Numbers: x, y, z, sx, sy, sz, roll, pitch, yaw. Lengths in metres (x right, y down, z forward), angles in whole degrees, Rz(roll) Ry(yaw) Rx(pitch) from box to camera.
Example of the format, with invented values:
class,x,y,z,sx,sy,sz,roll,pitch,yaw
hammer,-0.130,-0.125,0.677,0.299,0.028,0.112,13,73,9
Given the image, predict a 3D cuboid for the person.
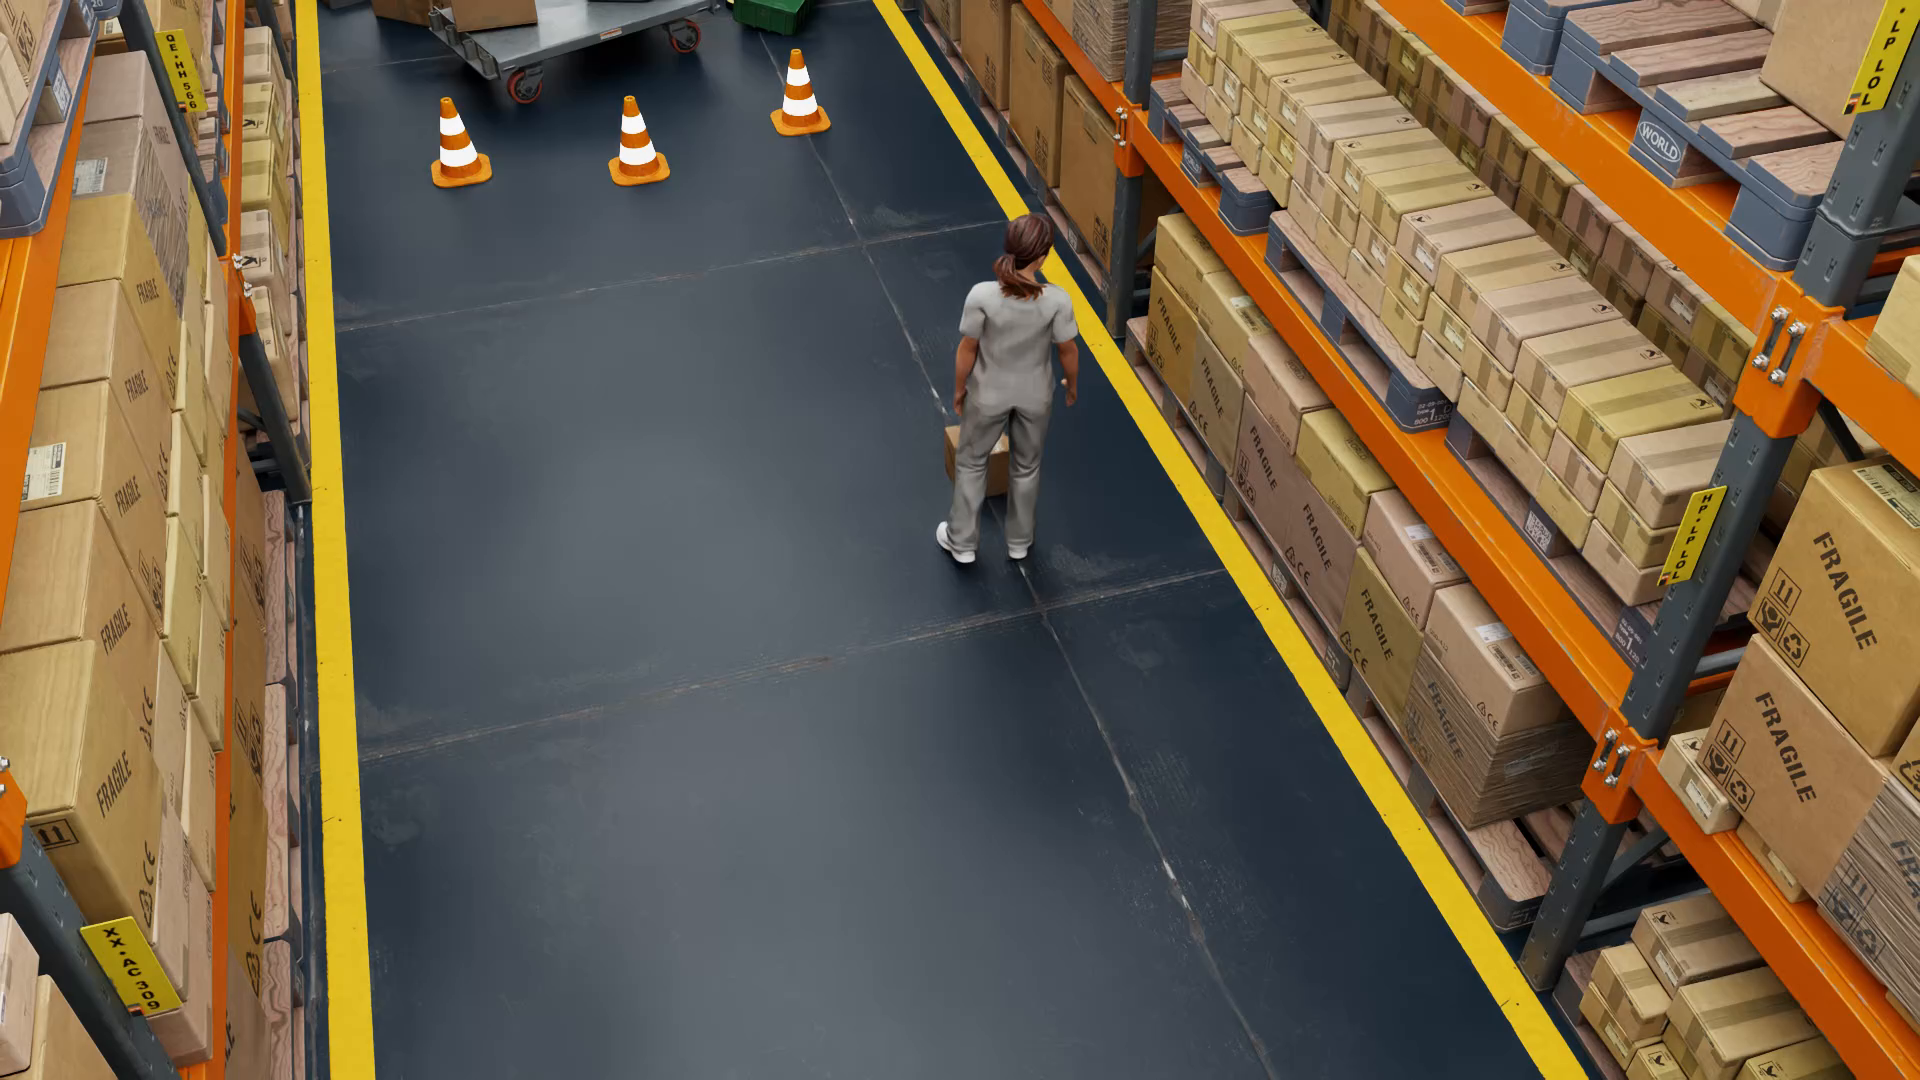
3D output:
class,x,y,z,sx,sy,sz,roll,pitch,yaw
person,0.193,-0.593,6.795,0.584,1.695,0.399,-3,42,-3
